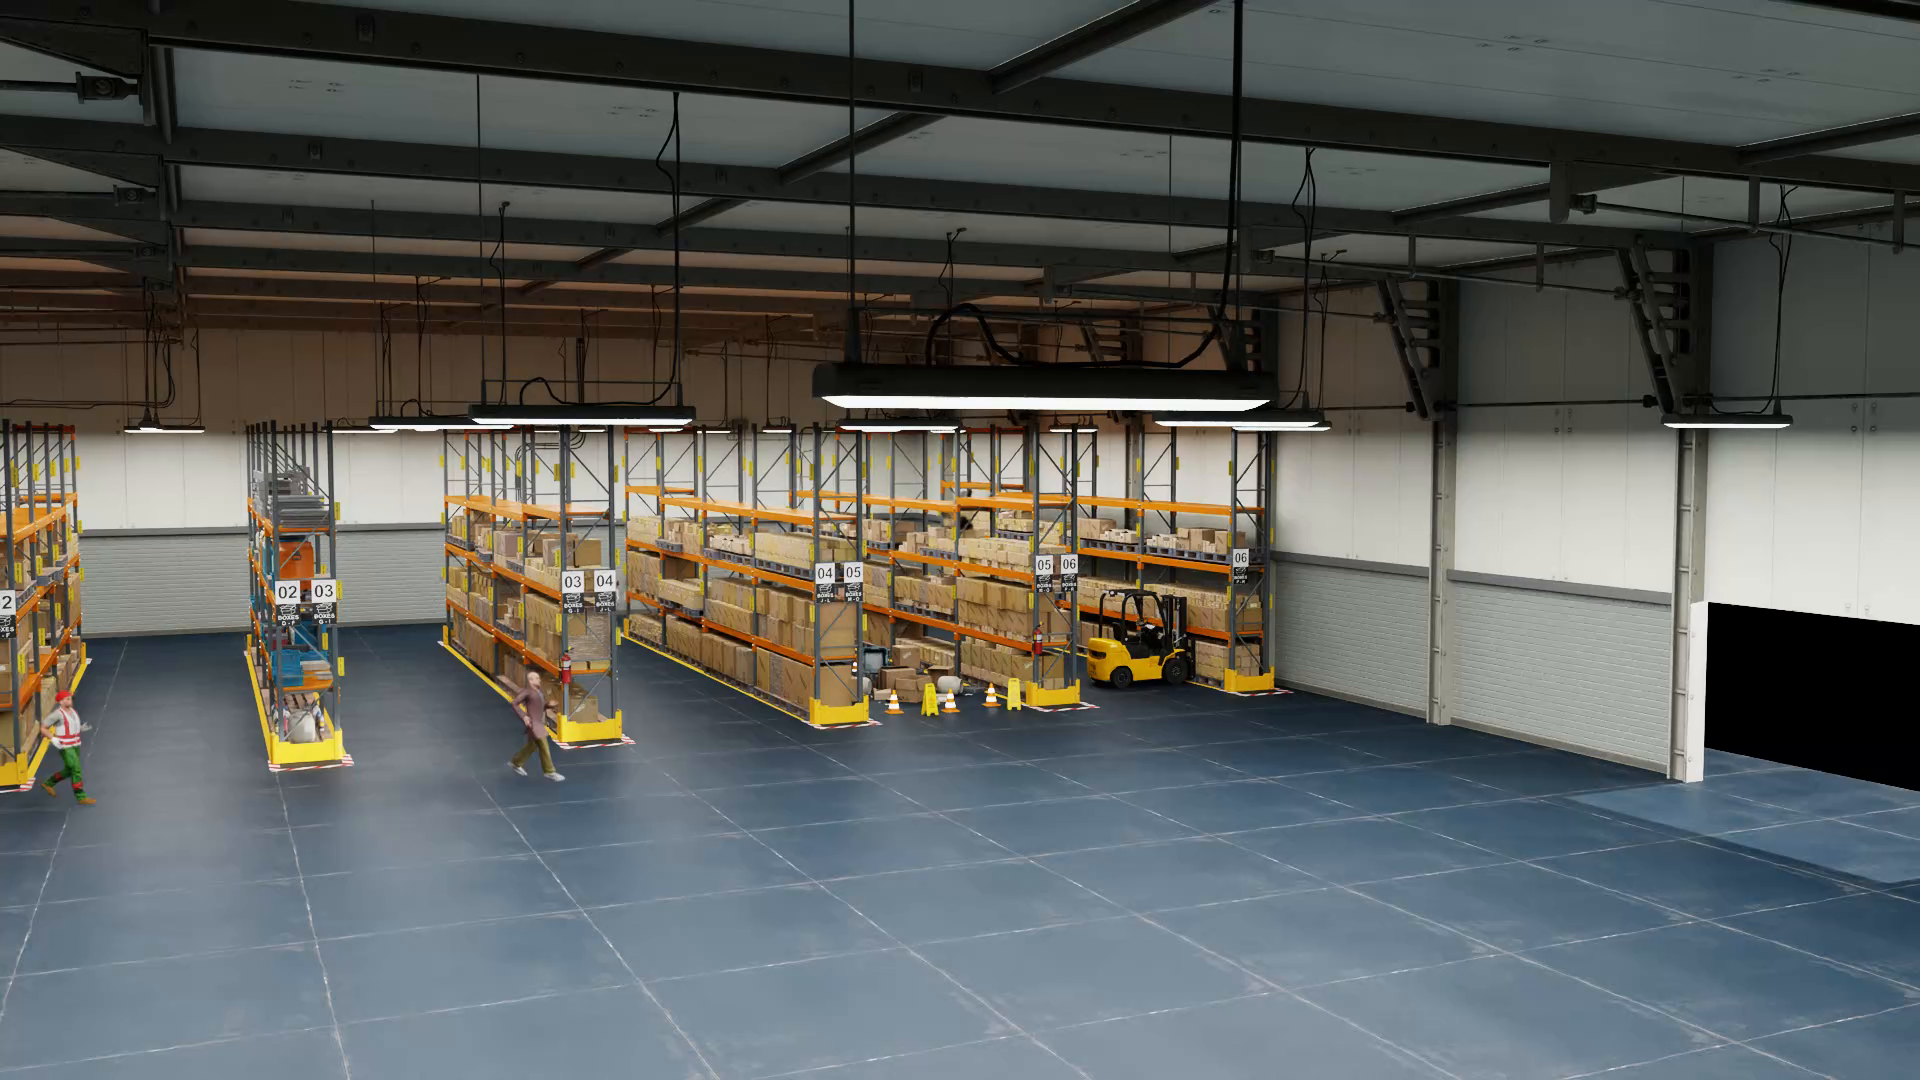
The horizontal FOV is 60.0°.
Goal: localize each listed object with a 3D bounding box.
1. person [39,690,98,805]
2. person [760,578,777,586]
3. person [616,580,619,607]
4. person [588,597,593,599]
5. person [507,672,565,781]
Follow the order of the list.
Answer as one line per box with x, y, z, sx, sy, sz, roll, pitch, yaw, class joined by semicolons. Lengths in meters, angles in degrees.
-13.832;3.209;25.791;0.925;1.763;0.667;0;4;5;person
-5.889;1.694;50.805;0.774;1.778;0.657;-2;4;-23;person
-10.251;1.916;48.720;0.476;1.511;0.632;-2;4;-26;person
-10.729;1.983;47.055;0.636;1.594;0.694;1;4;20;person
-7.054;3.122;27.597;1.042;1.692;0.693;0;4;6;person
